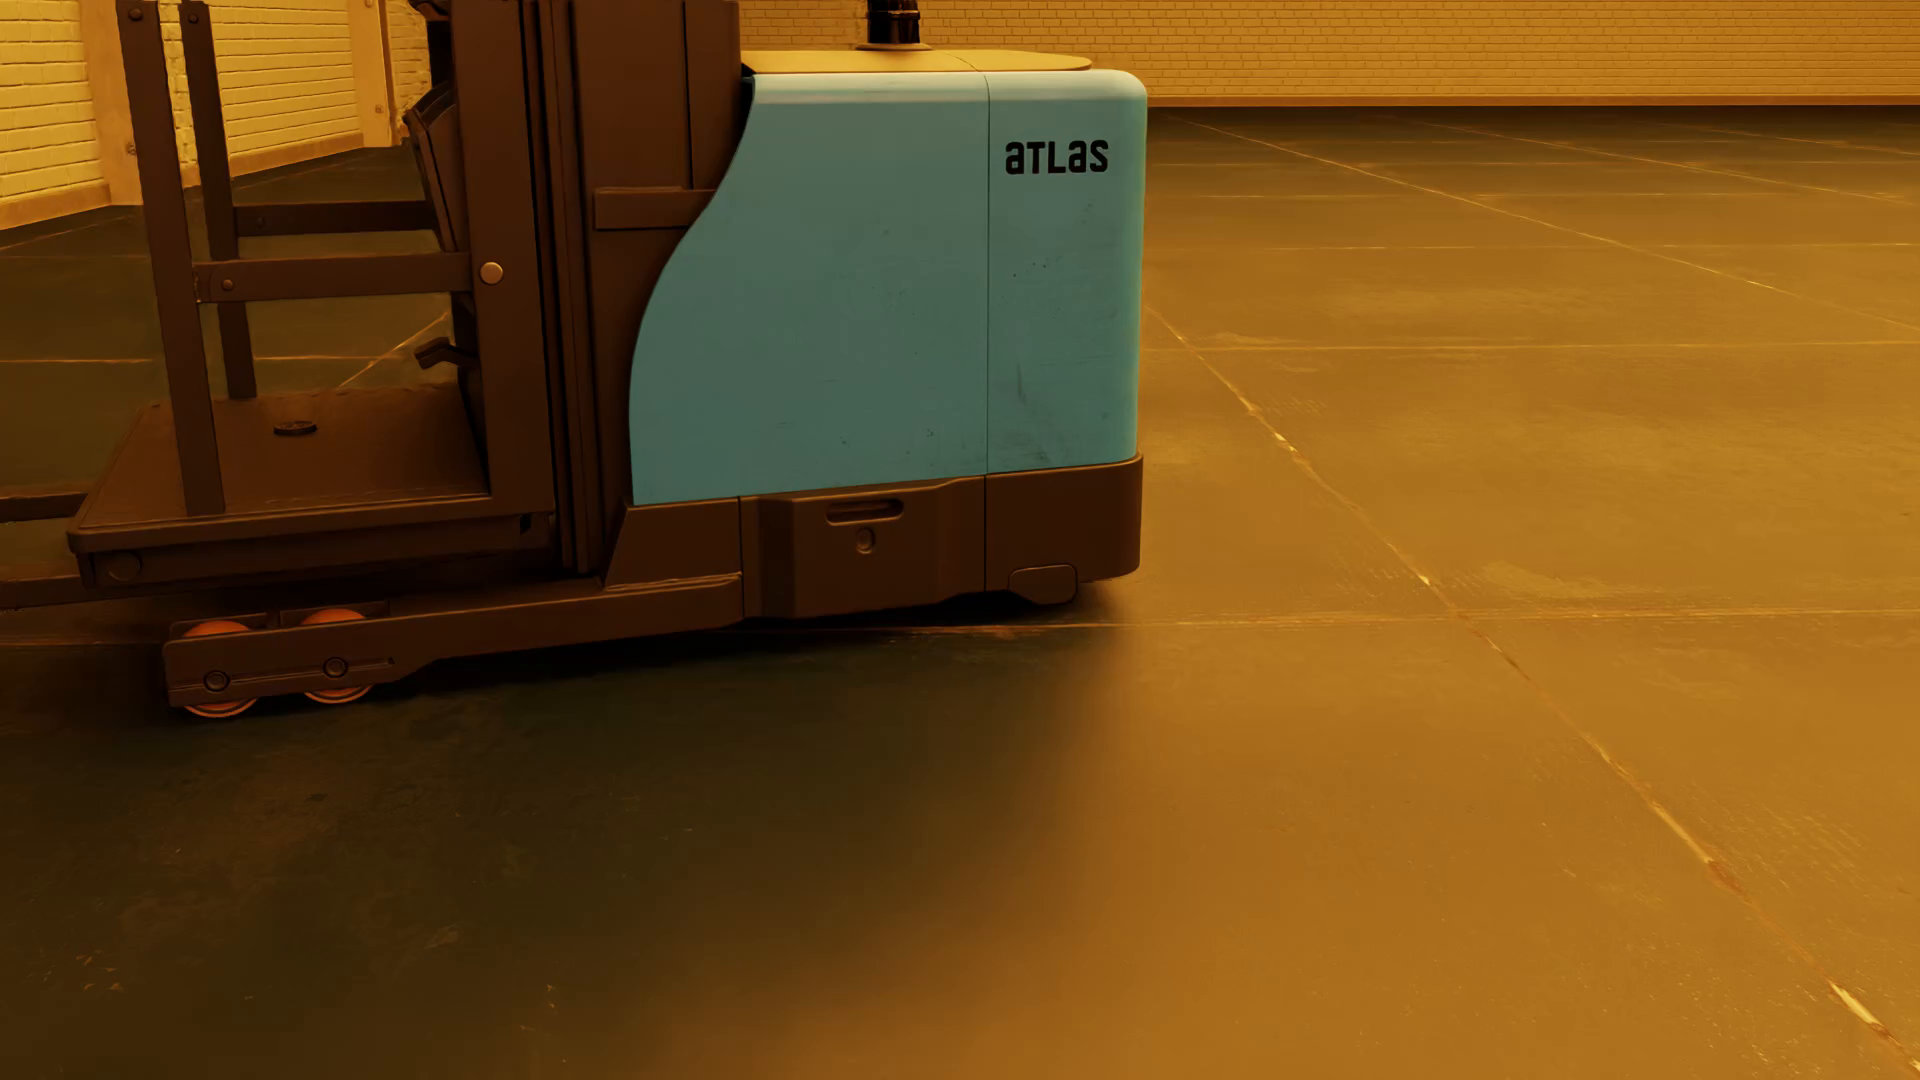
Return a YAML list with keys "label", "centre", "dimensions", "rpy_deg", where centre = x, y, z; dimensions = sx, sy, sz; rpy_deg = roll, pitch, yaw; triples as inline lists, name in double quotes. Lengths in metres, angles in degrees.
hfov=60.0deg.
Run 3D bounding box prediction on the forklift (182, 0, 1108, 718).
- label: "forklift"
  centre: [-1.197, -1.266, 3.046]
  dimensions: [3.031, 2.935, 1.121]
  rpy_deg: [-6, 18, -18]
